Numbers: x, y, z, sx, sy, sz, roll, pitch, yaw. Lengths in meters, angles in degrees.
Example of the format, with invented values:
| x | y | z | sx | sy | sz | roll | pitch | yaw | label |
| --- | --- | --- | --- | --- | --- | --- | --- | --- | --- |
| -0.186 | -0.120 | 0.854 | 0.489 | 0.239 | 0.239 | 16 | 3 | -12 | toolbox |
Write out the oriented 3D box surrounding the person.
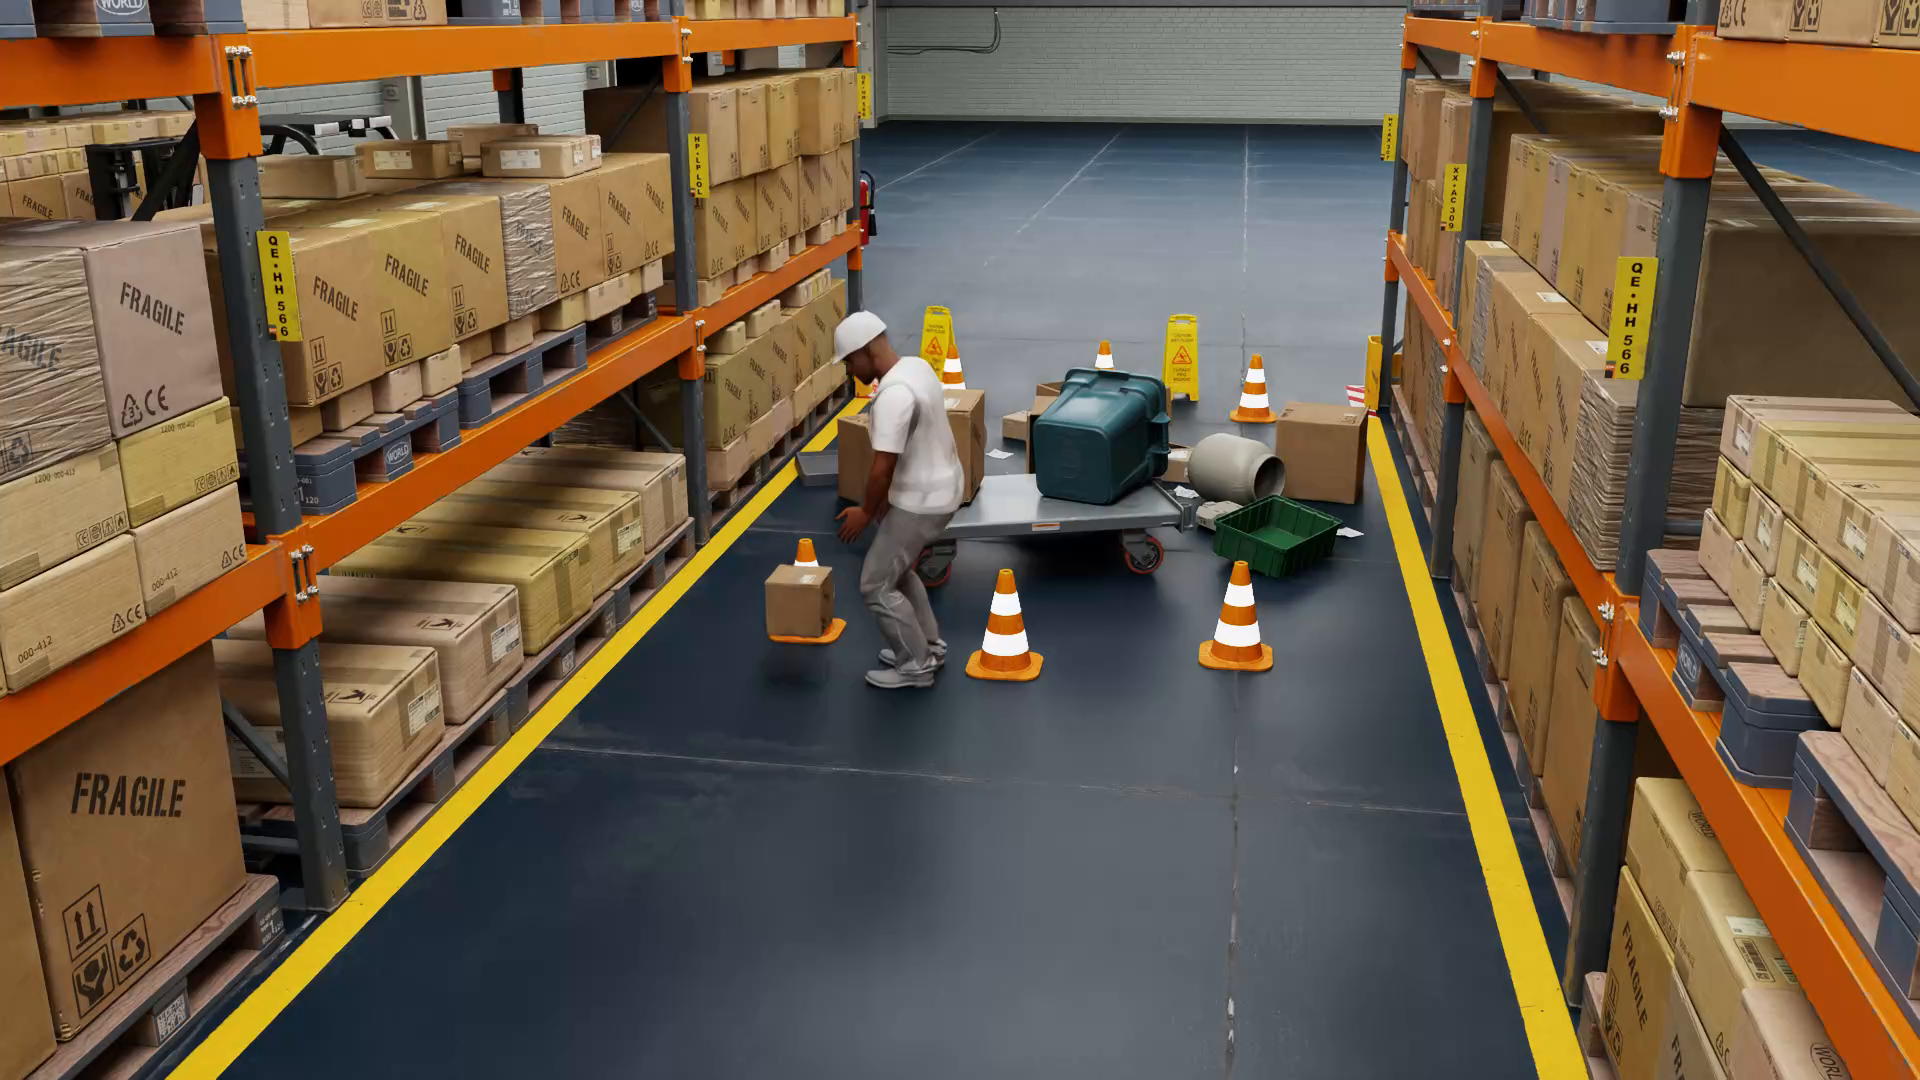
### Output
| x | y | z | sx | sy | sz | roll | pitch | yaw | label |
| --- | --- | --- | --- | --- | --- | --- | --- | --- | --- |
| -0.271 | -0.169 | 7.233 | 0.554 | 1.651 | 0.610 | 3 | 18 | 10 | person |
